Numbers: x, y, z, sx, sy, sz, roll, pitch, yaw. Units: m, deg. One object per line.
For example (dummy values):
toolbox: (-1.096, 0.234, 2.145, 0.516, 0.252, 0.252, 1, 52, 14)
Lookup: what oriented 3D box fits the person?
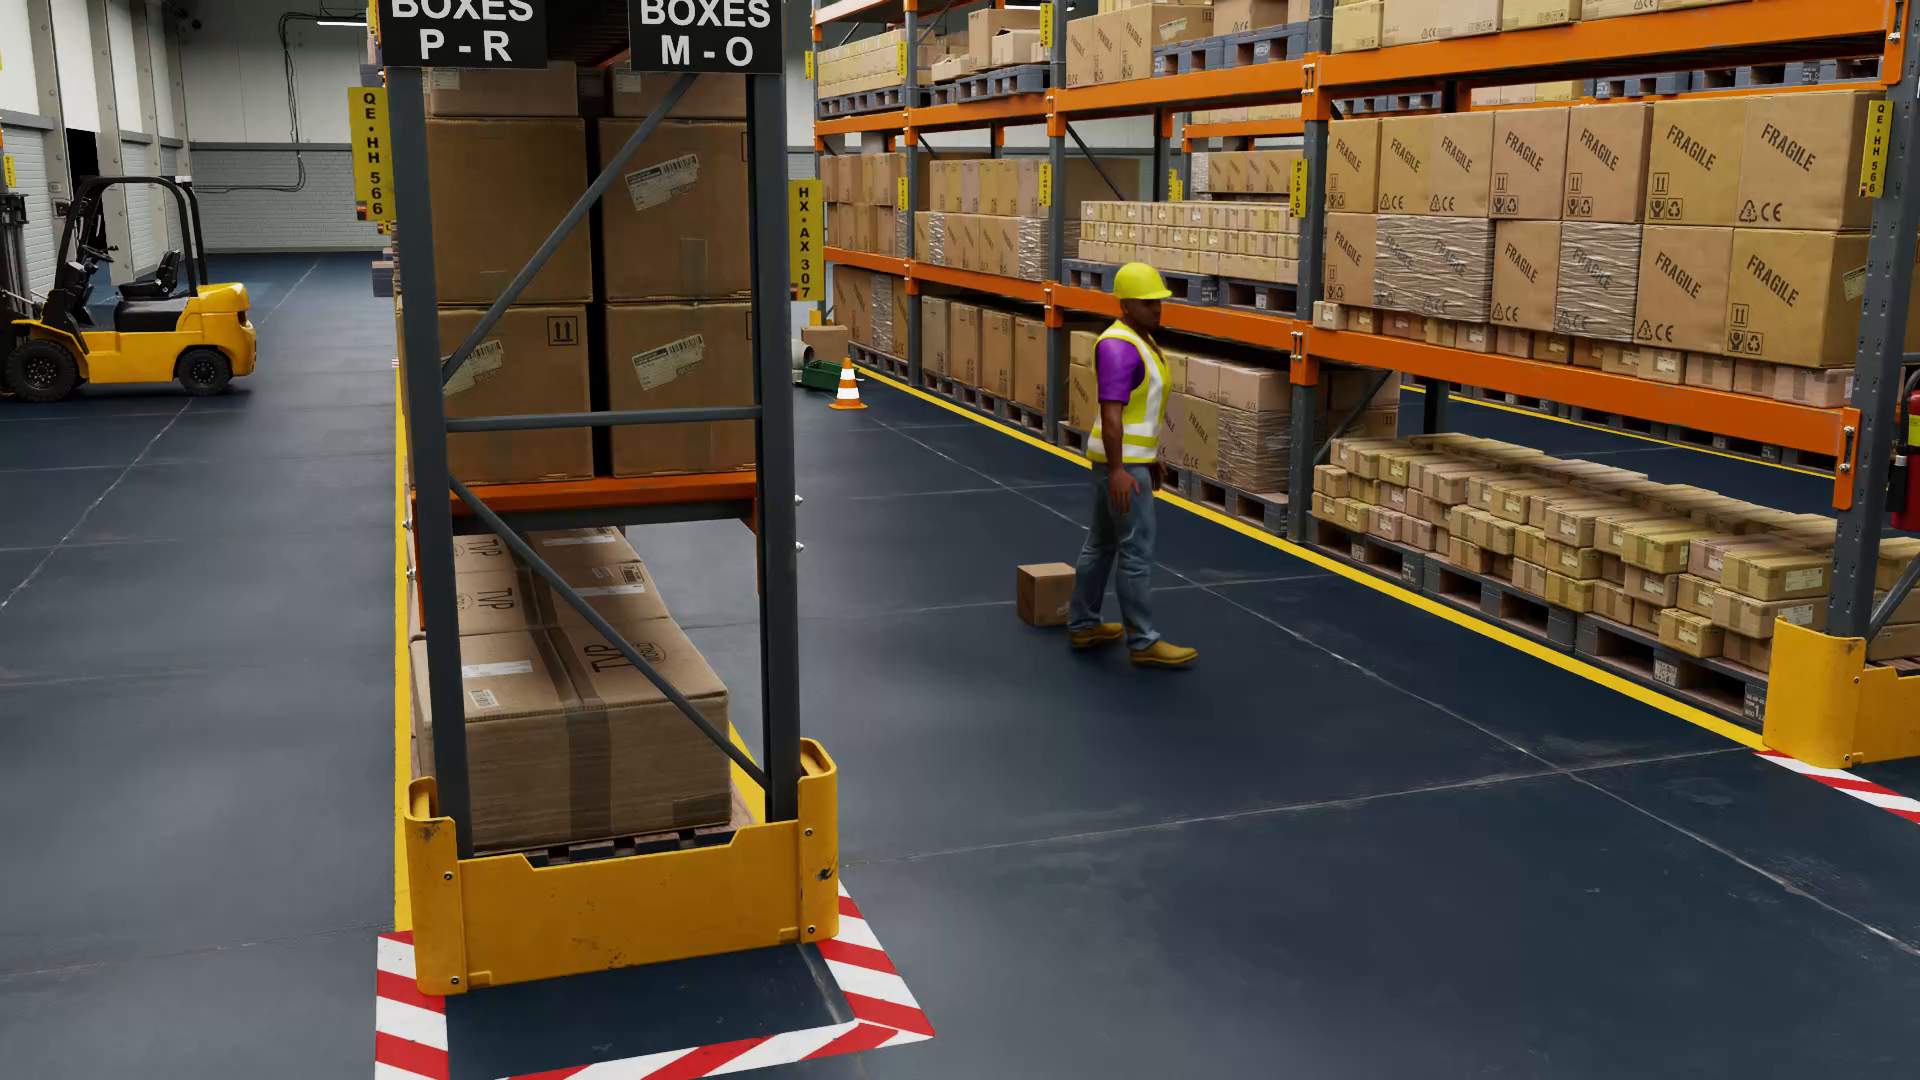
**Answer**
person: (0.779, -0.337, 7.375, 0.607, 1.766, 0.647, 2, 12, 9)
